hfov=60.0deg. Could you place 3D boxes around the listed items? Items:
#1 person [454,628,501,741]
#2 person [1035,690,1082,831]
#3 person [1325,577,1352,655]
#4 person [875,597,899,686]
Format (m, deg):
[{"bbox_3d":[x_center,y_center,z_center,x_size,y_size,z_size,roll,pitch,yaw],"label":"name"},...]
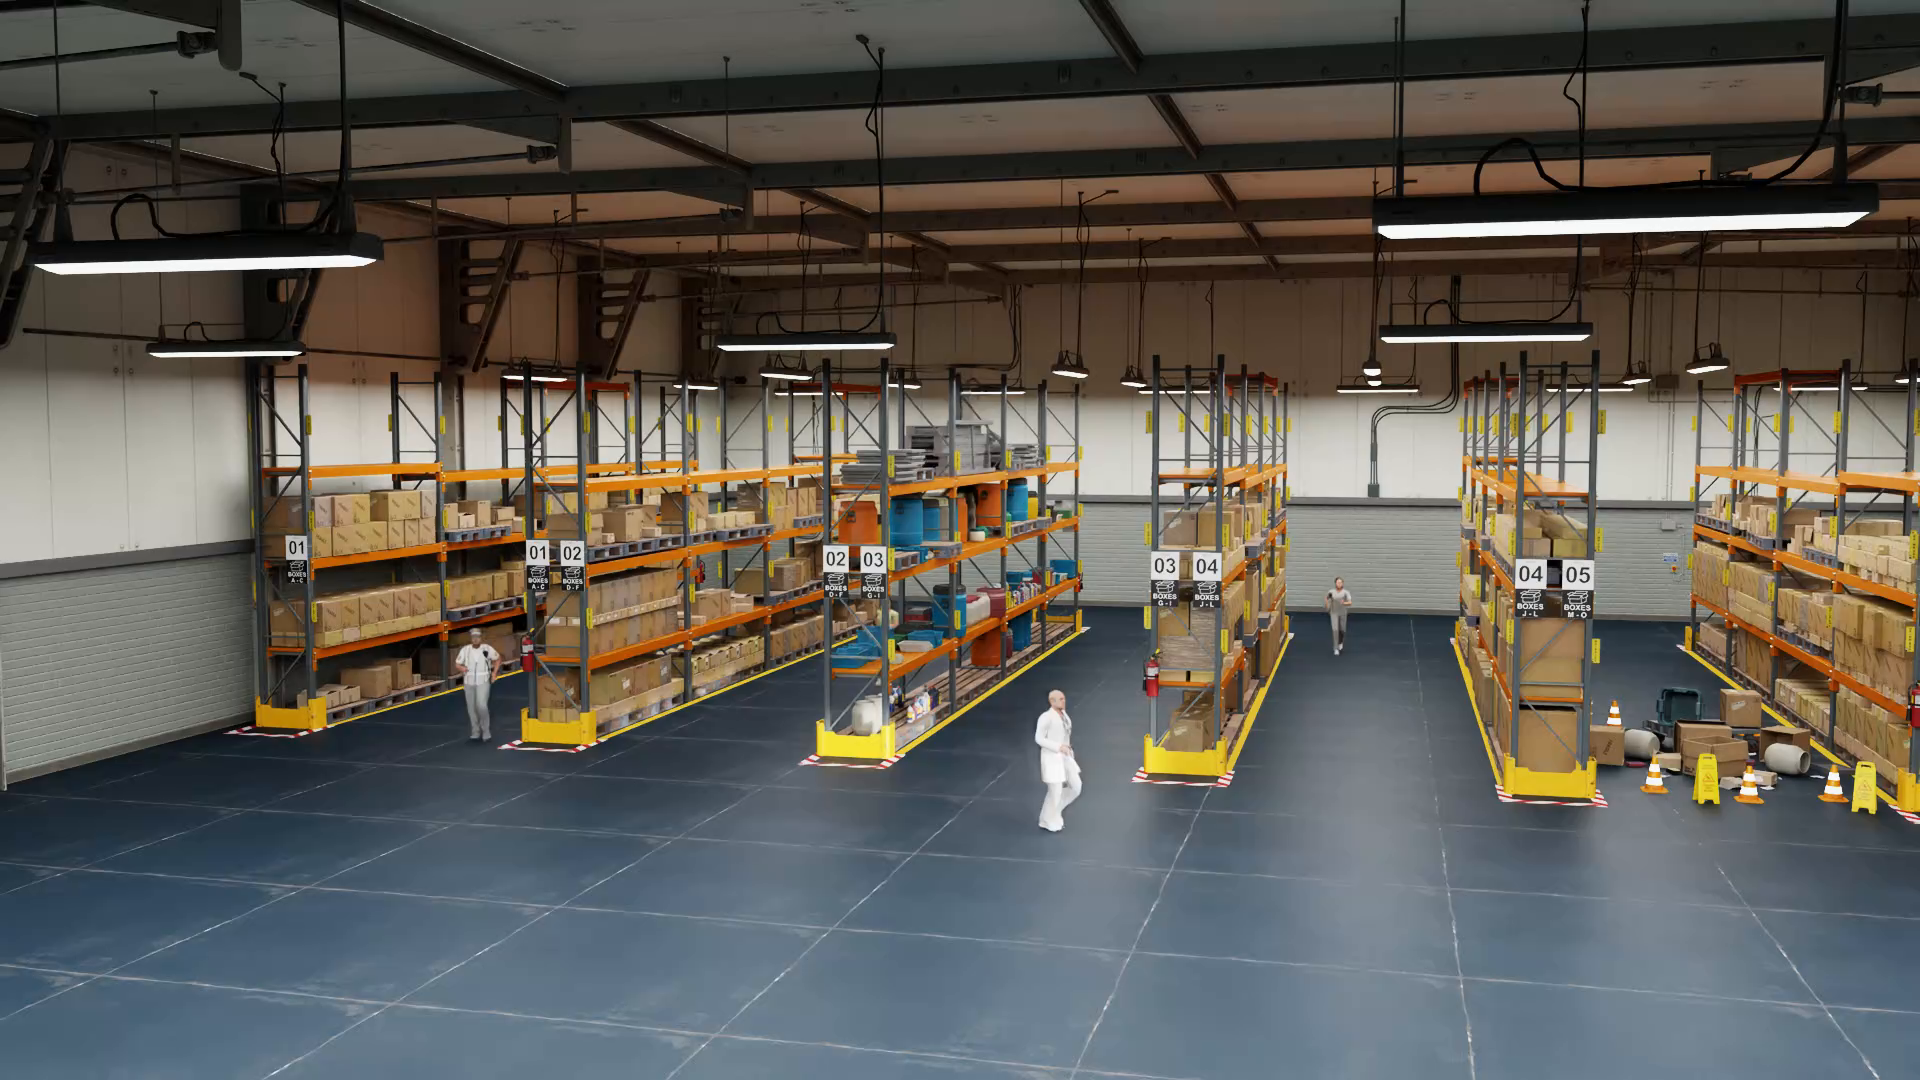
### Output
[{"bbox_3d":[-7.701,2.298,26.475,0.684,1.807,0.648,0,4,-5],"label":"person"},{"bbox_3d":[1.218,2.717,20.451,0.635,1.742,0.714,3,5,41],"label":"person"},{"bbox_3d":[8.272,1.638,36.357,0.566,1.651,0.970,1,4,10],"label":"person"},{"bbox_3d":[-1.433,1.943,32.182,0.550,1.724,0.720,1,4,12],"label":"person"}]
